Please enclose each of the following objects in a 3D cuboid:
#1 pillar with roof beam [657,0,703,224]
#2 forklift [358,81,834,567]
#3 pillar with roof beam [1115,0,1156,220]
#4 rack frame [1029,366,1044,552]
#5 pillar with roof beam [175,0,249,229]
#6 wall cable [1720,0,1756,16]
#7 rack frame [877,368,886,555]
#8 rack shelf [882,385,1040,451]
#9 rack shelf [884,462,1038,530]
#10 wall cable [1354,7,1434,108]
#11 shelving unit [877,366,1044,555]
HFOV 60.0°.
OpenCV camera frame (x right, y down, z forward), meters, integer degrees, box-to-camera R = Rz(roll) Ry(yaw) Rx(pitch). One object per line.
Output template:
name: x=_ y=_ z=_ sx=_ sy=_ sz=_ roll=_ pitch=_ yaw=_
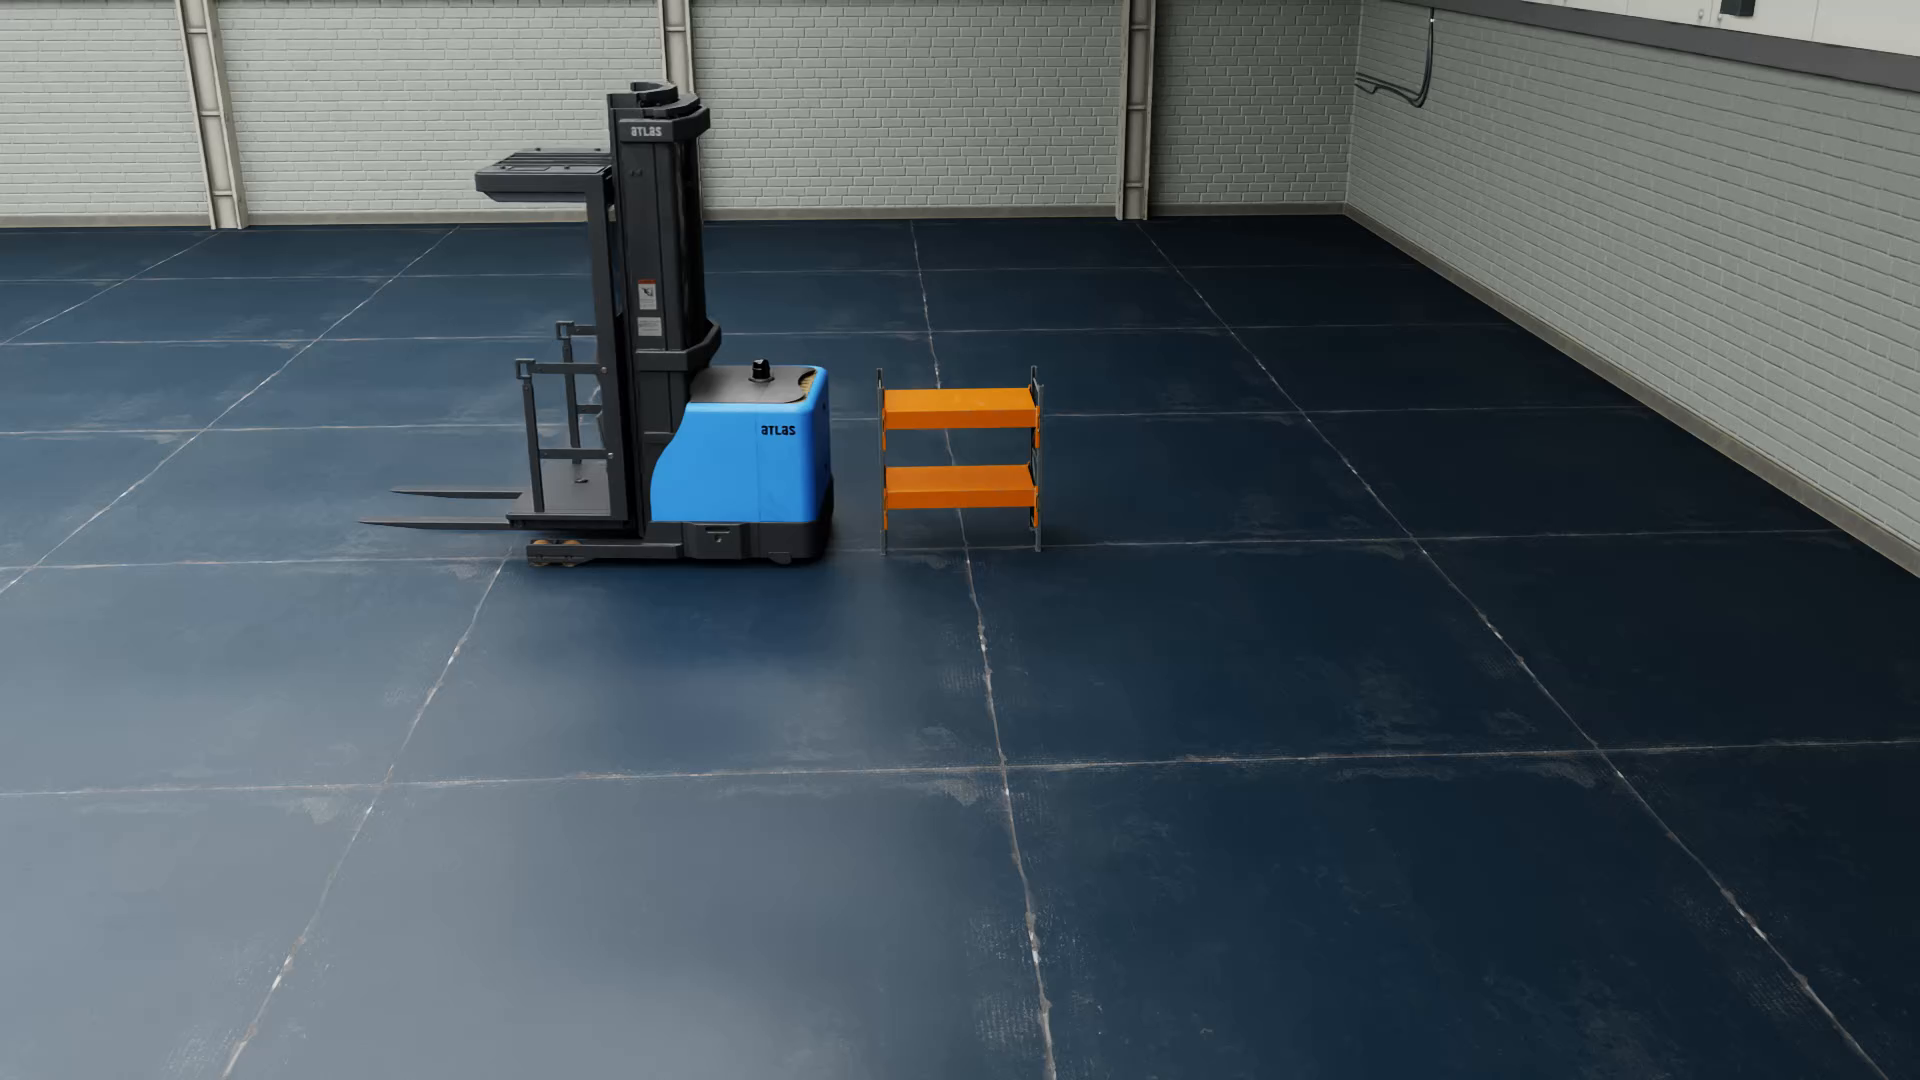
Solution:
pillar with roof beam: x=-3.413 y=-6.939 z=16.700 sx=0.400 sy=9.000 sz=9.100 roll=-1 pitch=21 yaw=-3
forklift: x=-2.397 y=-1.386 z=10.642 sx=3.031 sy=2.935 sz=1.130 roll=1 pitch=21 yaw=1
pillar with roof beam: x=2.577 y=-7.061 z=17.021 sx=0.400 sy=9.000 sz=9.100 roll=-1 pitch=21 yaw=-3
rack frame: x=0.501 y=-0.536 z=10.948 sx=0.032 sy=1.125 sz=0.500 roll=-1 pitch=21 yaw=-3
pillar with roof beam: x=-9.403 y=-6.817 z=16.380 sx=0.400 sy=9.000 sz=9.100 roll=-1 pitch=21 yaw=-3
wall cable: x=5.874 y=-6.397 z=10.497 sx=0.169 sy=6.003 sz=2.305 roll=-1 pitch=21 yaw=-3
rack frame: x=-0.514 y=-0.515 z=10.893 sx=0.032 sy=1.125 sz=0.500 roll=-1 pitch=21 yaw=-3
rack shelf: x=-0.007 y=-0.799 z=10.816 sx=1.000 sy=0.278 sz=0.538 roll=-1 pitch=21 yaw=-3
rack shelf: x=-0.007 y=-0.297 z=11.007 sx=1.000 sy=0.278 sz=0.538 roll=-1 pitch=21 yaw=-3
wall cable: x=5.348 y=-6.729 z=20.513 sx=0.112 sy=2.526 sz=3.097 roll=-1 pitch=21 yaw=-3
shelving unit: x=-0.007 y=-0.526 z=10.920 sx=1.048 sy=1.125 sz=0.538 roll=-1 pitch=21 yaw=-3
